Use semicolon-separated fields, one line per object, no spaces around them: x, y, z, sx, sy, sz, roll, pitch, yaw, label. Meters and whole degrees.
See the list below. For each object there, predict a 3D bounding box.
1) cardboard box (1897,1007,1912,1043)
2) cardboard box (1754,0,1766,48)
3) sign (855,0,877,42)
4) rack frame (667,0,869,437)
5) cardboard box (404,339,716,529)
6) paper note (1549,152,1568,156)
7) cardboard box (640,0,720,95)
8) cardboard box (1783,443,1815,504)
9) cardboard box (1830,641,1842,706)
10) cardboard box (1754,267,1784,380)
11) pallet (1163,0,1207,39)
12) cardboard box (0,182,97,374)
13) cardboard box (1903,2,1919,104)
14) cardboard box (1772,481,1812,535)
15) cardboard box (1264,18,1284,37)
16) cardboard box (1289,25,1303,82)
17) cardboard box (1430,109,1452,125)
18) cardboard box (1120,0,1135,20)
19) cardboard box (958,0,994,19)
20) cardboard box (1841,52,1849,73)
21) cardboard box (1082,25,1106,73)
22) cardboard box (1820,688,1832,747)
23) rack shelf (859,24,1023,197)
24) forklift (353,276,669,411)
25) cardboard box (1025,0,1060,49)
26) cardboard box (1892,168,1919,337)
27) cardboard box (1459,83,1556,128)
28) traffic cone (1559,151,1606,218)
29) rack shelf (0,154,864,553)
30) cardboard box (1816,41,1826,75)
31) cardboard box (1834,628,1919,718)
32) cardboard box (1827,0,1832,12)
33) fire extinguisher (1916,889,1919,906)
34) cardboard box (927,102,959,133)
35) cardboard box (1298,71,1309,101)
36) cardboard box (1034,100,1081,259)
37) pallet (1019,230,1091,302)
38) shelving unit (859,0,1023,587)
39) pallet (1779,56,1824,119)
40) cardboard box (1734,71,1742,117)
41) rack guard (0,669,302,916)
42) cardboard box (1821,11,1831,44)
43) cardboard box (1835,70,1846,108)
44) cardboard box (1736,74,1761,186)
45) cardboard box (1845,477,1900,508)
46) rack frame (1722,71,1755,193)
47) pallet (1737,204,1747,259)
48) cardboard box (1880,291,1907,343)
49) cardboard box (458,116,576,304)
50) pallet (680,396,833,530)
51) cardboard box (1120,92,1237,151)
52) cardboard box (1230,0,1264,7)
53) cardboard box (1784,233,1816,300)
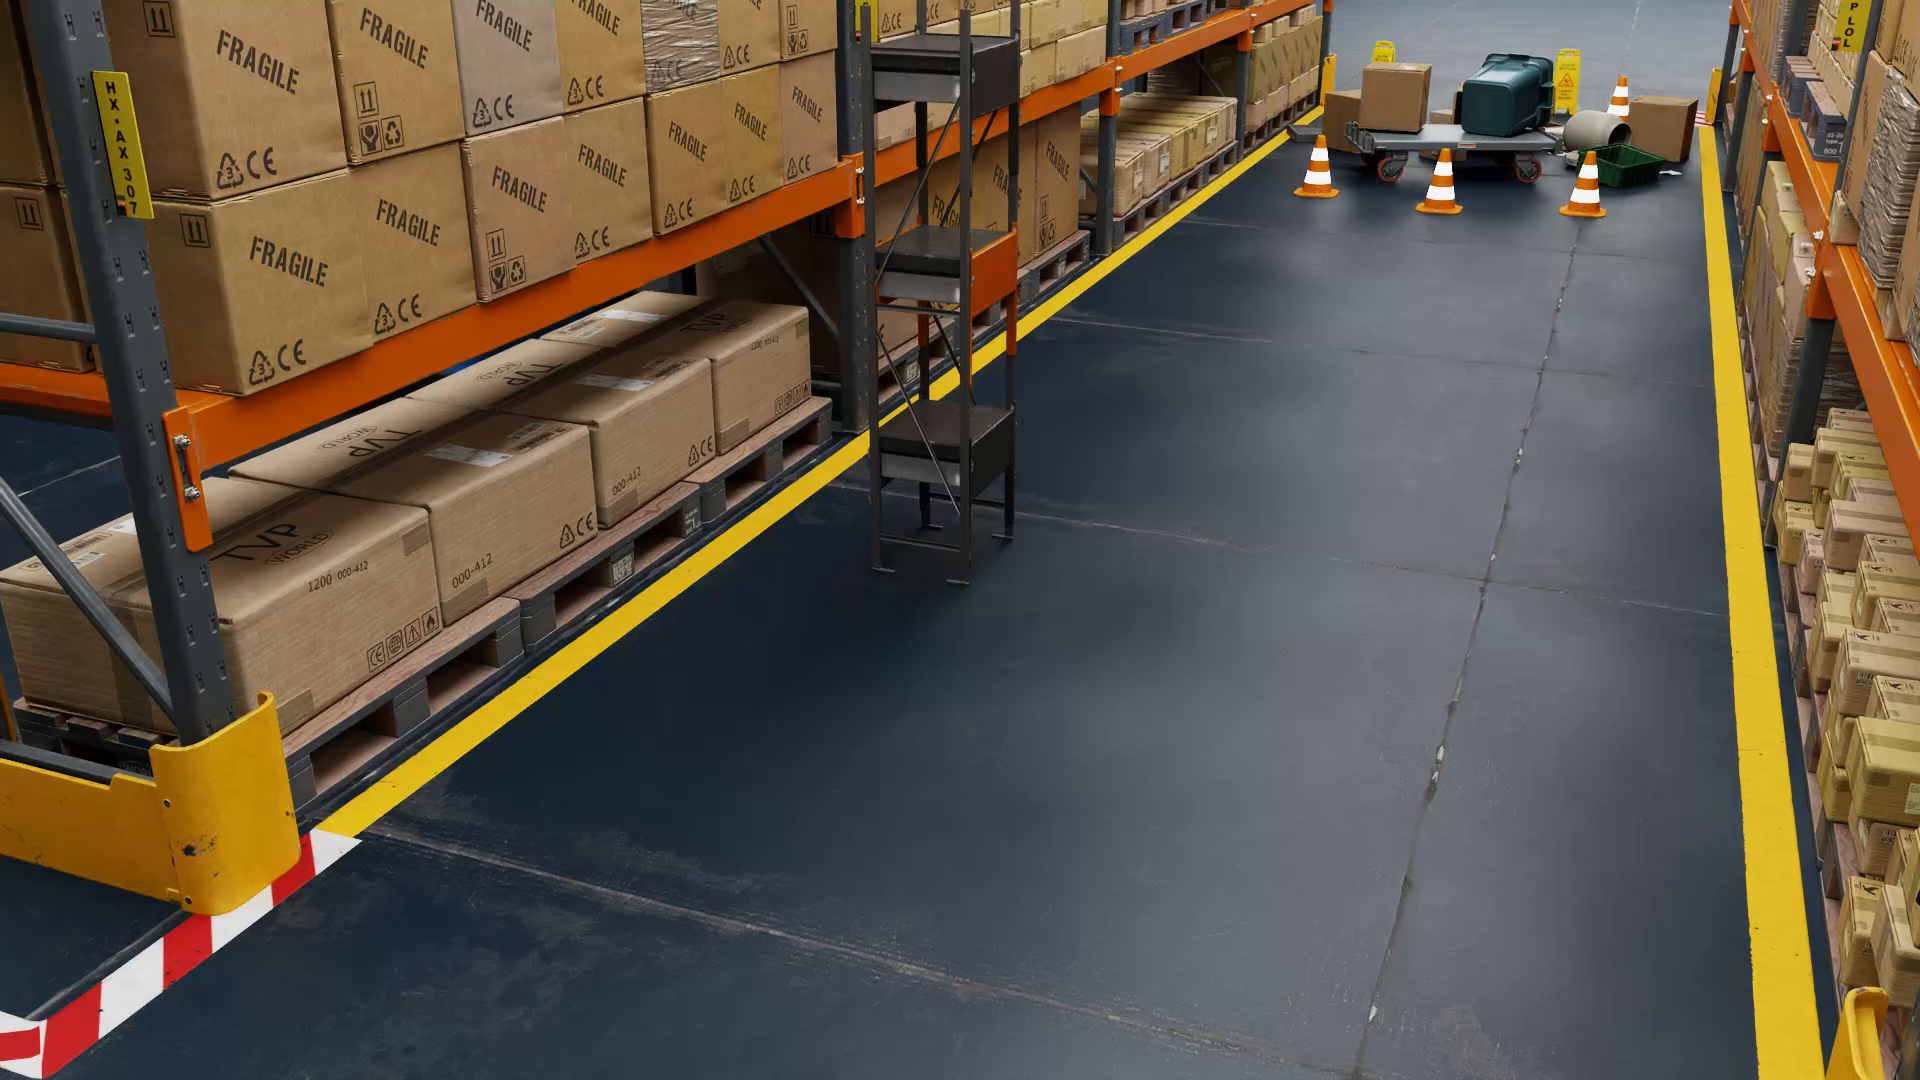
2.225;1.037;3.530;0.380;0.149;0.250;9;24;21;cardboard box
5.861;-3.698;11.581;0.500;0.500;0.500;9;24;20;cardboard box
-0.408;-2.328;7.205;0.100;0.325;0.005;9;24;20;sign
-0.924;-1.970;7.576;1.000;3.000;0.127;9;24;20;rack frame
-1.589;-0.452;6.720;0.875;0.438;0.875;8;24;18;cardboard box
5.486;-3.535;15.184;0.172;0.023;0.155;19;29;38;paper note
-1.220;-1.906;5.993;0.500;0.500;0.500;9;24;21;cardboard box
3.277;-0.230;6.176;0.380;0.149;0.250;10;25;22;cardboard box
2.639;0.426;4.607;0.380;0.149;0.250;10;25;23;cardboard box
4.136;-1.006;7.964;0.500;0.500;0.500;8;24;19;cardboard box
1.259;-4.028;12.749;1.003;0.211;1.213;9;24;20;pallet
-2.477;-0.796;4.633;0.500;0.500;0.500;9;24;20;cardboard box
2.921;-1.453;4.523;0.500;0.500;0.500;9;24;21;cardboard box
3.276;-0.092;6.232;0.380;0.149;0.250;8;24;18;cardboard box
2.809;-4.796;15.549;0.380;0.149;0.250;10;25;22;cardboard box
3.093;-4.845;16.507;0.500;0.500;0.500;8;24;19;cardboard box
4.922;-4.191;16.591;0.250;0.149;0.380;-17;28;-35;cardboard box
0.991;-3.666;11.415;0.380;0.149;0.250;7;24;17;cardboard box
-0.142;-2.959;8.516;0.500;0.500;0.500;8;24;19;cardboard box
4.160;-2.156;7.415;0.380;0.149;0.250;9;24;20;cardboard box
0.615;-3.115;10.509;0.500;0.250;0.500;8;24;18;cardboard box
2.641;0.563;4.665;0.380;0.149;0.250;9;24;21;cardboard box
-0.062;-1.543;5.939;0.431;0.518;0.480;9;24;20;rack shelf
-2.140;-2.421;8.744;1.130;2.935;3.031;9;24;21;forklift
0.259;-2.984;9.547;0.500;0.250;0.500;8;24;19;cardboard box
2.722;-0.791;4.236;0.500;0.500;0.500;10;25;23;cardboard box
5.231;-4.122;15.965;0.797;0.503;0.637;-7;24;-17;cardboard box
4.781;-2.726;12.677;0.336;0.463;0.334;9;24;20;traffic cone
-1.667;-0.923;6.001;1.077;0.370;4.000;9;24;20;rack shelf
4.642;-2.483;8.585;0.380;0.149;0.250;10;25;23;cardboard box
2.513;0.375;4.343;0.380;0.149;0.250;10;25;22;cardboard box
4.651;-2.760;8.476;0.380;0.149;0.250;9;24;20;cardboard box
1.701;0.365;2.568;0.296;0.674;0.183;9;24;20;fire extinguisher
-0.325;-2.206;8.335;0.500;0.250;0.500;8;24;19;cardboard box
3.283;-4.678;17.079;0.500;0.250;0.500;9;24;20;cardboard box
0.228;-2.380;10.768;0.875;0.875;0.875;9;24;20;cardboard box
0.199;-1.844;10.890;1.003;0.211;1.213;9;24;20;pallet
-0.061;-0.910;6.203;0.431;2.100;0.503;9;24;20;shelving unit
5.029;-2.371;8.782;1.213;0.211;1.003;9;24;20;pallet
7.651;-4.238;15.217;0.875;0.875;0.875;8;24;19;cardboard box
-2.419;0.623;4.610;1.175;0.500;0.348;9;24;20;rack guard
4.634;-2.607;8.494;0.380;0.149;0.250;8;24;18;cardboard box
4.154;-2.013;7.458;0.380;0.149;0.250;10;25;22;cardboard box
6.534;-3.081;12.609;1.050;0.750;0.750;9;24;20;cardboard box
3.108;-0.073;5.415;0.380;0.149;0.250;8;24;19;cardboard box
6.681;-4.161;12.819;1.000;3.000;0.127;9;24;20;rack frame
6.012;-2.149;11.621;1.003;0.211;1.213;9;24;20;pallet
2.856;-0.649;4.739;0.380;0.149;0.250;10;25;22;cardboard box
-1.598;-1.080;5.315;0.500;0.500;0.500;9;24;20;cardboard box
-1.279;-0.423;7.488;1.003;0.211;1.213;9;24;20;pallet
1.855;-3.626;14.405;0.950;0.372;0.625;9;24;21;cardboard box
2.462;-4.784;14.638;0.380;0.149;0.250;9;24;20;cardboard box
3.954;-1.169;7.382;0.500;0.250;0.500;10;25;23;cardboard box
